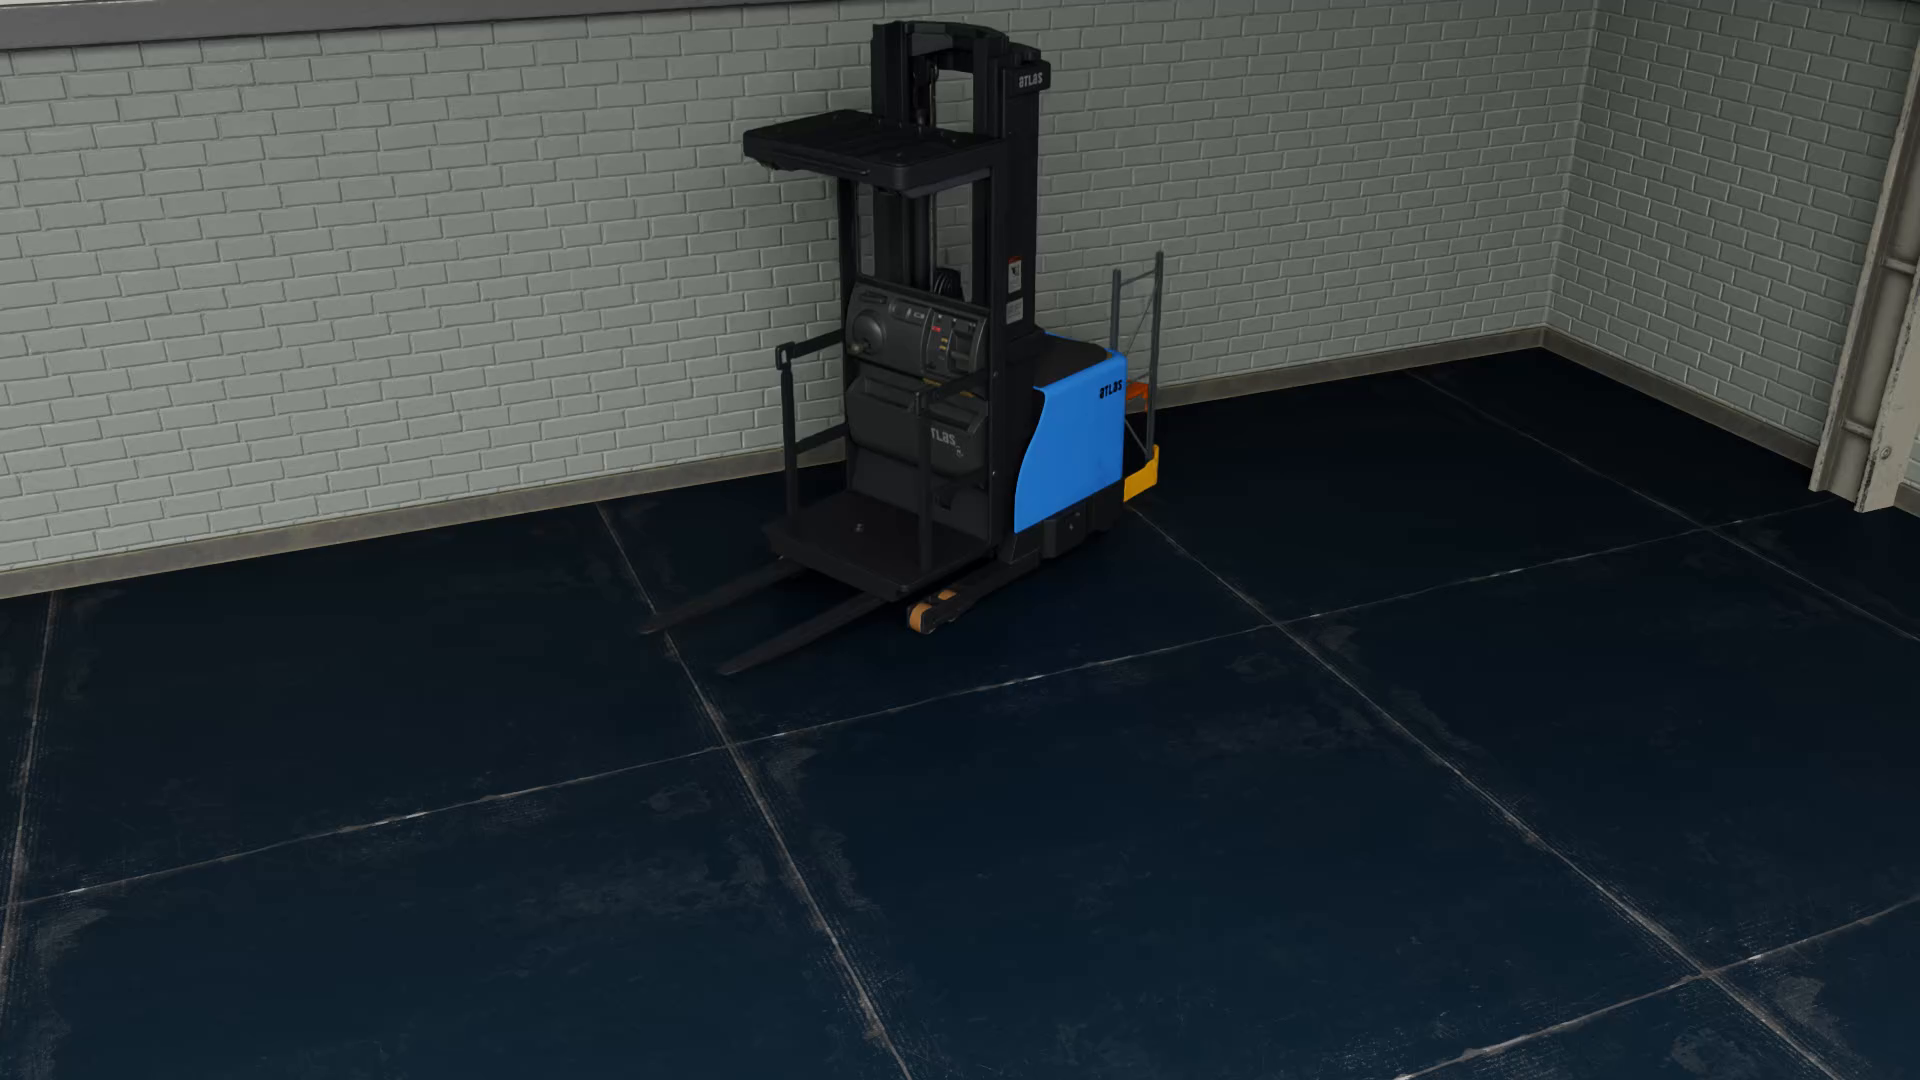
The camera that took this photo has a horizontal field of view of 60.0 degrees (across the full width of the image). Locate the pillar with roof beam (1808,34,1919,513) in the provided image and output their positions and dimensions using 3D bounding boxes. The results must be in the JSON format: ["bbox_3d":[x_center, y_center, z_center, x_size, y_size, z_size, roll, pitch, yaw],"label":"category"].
[{"bbox_3d":[1.565,-3.575,6.815,9.100,9.000,0.400,-11,28,-21],"label":"pillar with roof beam"}]

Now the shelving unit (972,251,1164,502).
[{"bbox_3d":[0.648,-1.085,10.262,1.083,1.500,0.587,19,32,34],"label":"shelving unit"}]

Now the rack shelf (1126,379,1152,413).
[{"bbox_3d":[0.641,-0.926,10.346,1.000,0.185,0.538,19,32,34],"label":"rack shelf"}]

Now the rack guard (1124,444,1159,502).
[{"bbox_3d":[1.037,-0.387,10.256,0.087,0.250,0.587,19,32,34],"label":"rack guard"}]

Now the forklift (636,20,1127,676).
[{"bbox_3d":[-0.375,-1.070,8.601,1.130,2.935,3.031,21,33,36],"label":"forklift"}]

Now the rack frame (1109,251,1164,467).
[{"bbox_3d":[1.038,-0.948,9.982,0.032,1.500,0.500,19,32,34],"label":"rack frame"}]
